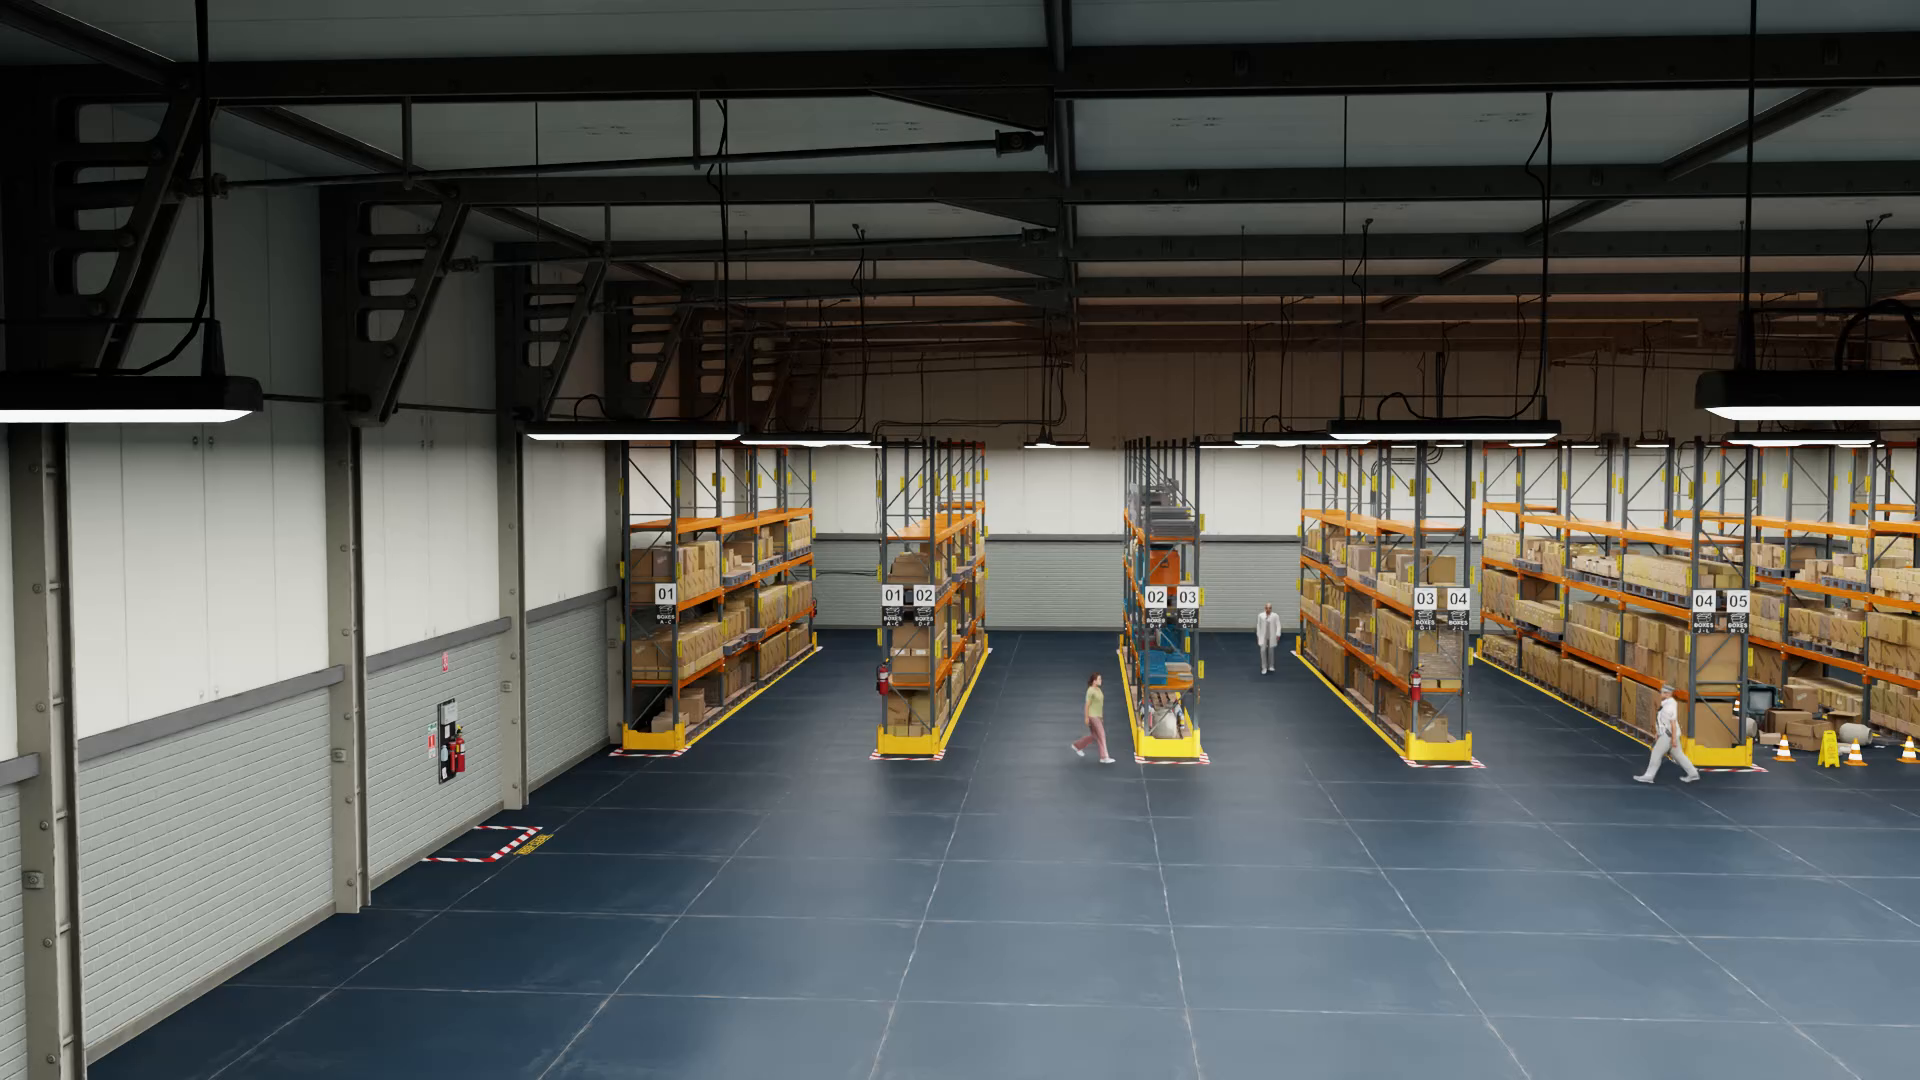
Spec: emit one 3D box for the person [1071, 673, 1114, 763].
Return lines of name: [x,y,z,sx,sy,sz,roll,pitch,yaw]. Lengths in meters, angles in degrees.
person: [2.464,3.255,30.674,0.922,1.635,0.484,2,3,27]

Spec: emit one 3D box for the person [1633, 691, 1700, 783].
person: [12.151,3.347,28.554,1.085,1.671,0.549,1,3,19]

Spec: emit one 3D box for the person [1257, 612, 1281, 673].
person: [7.993,2.654,43.077,0.631,1.650,0.594,1,3,15]
